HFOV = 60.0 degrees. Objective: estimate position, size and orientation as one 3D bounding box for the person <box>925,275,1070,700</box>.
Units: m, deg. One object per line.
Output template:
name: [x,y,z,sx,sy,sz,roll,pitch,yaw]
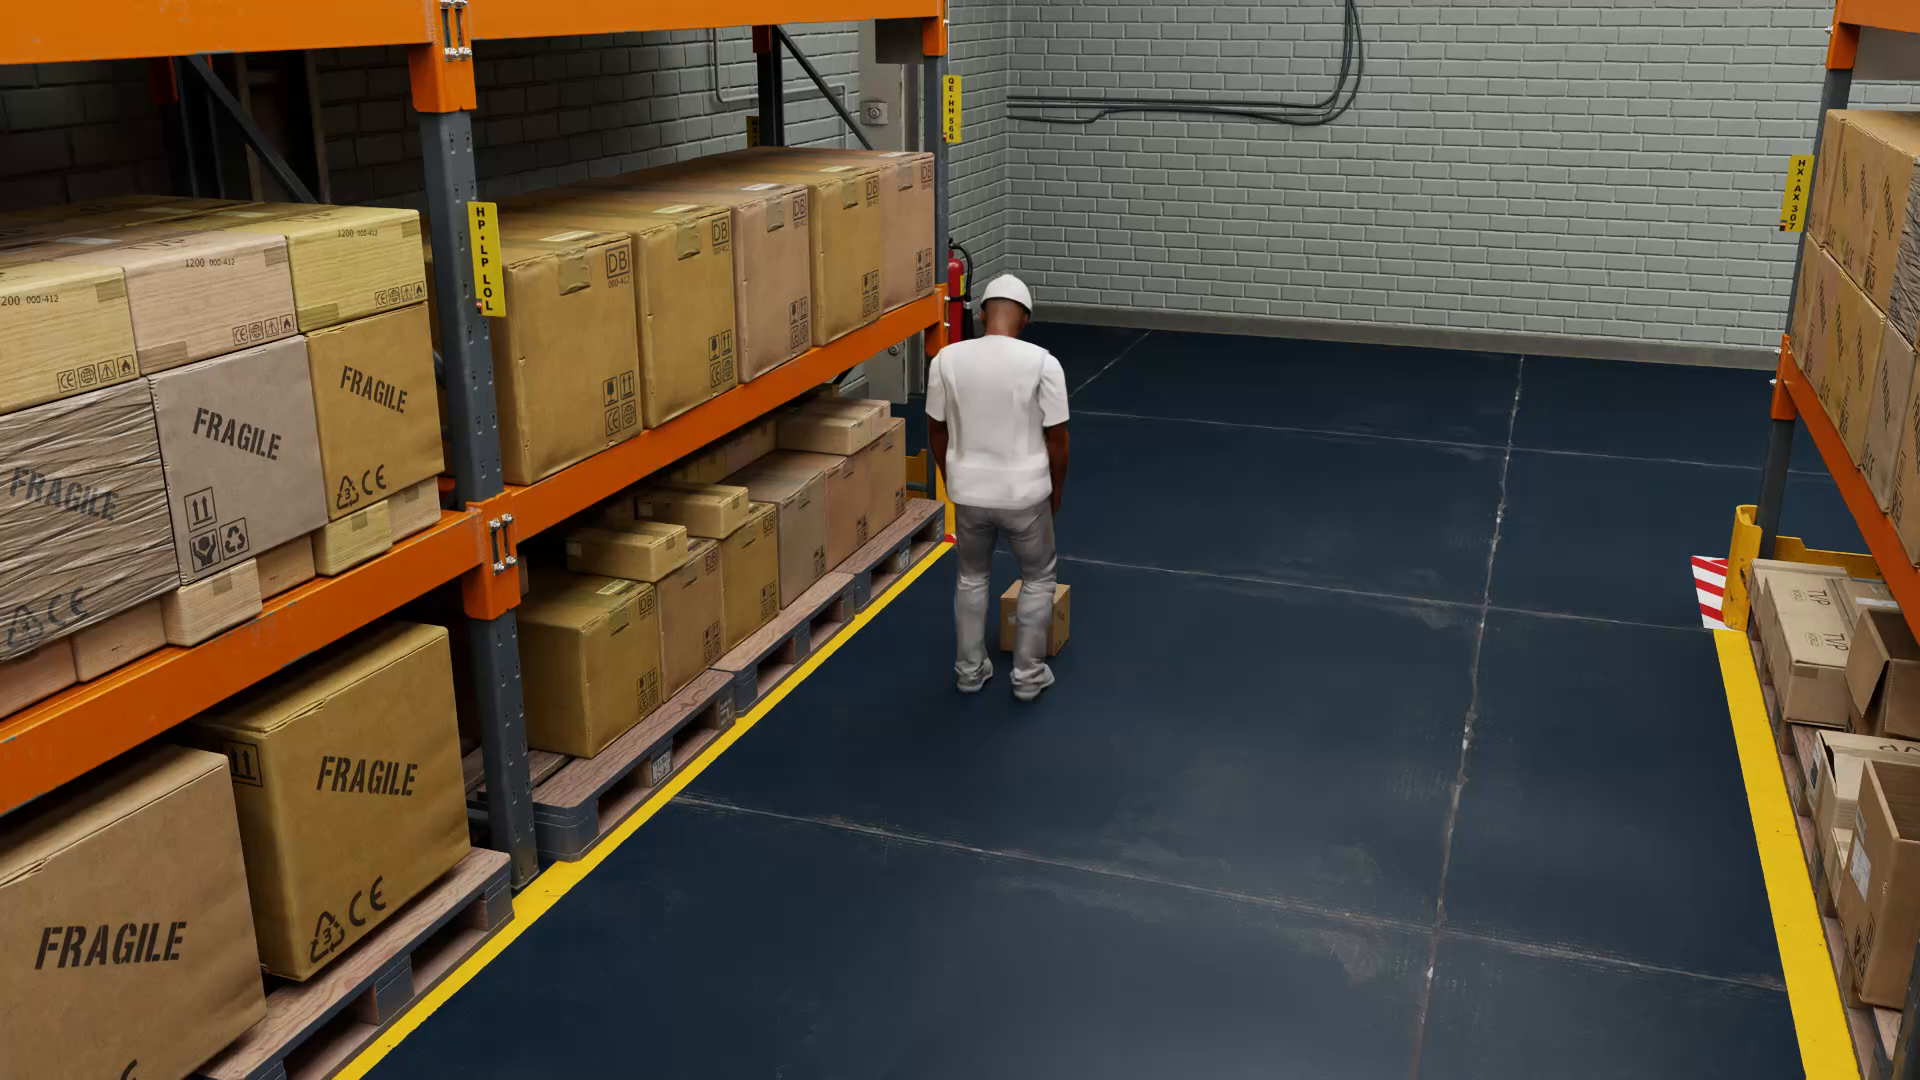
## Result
person: [0.156,-0.206,6.734,0.595,1.708,0.472,6,20,18]
